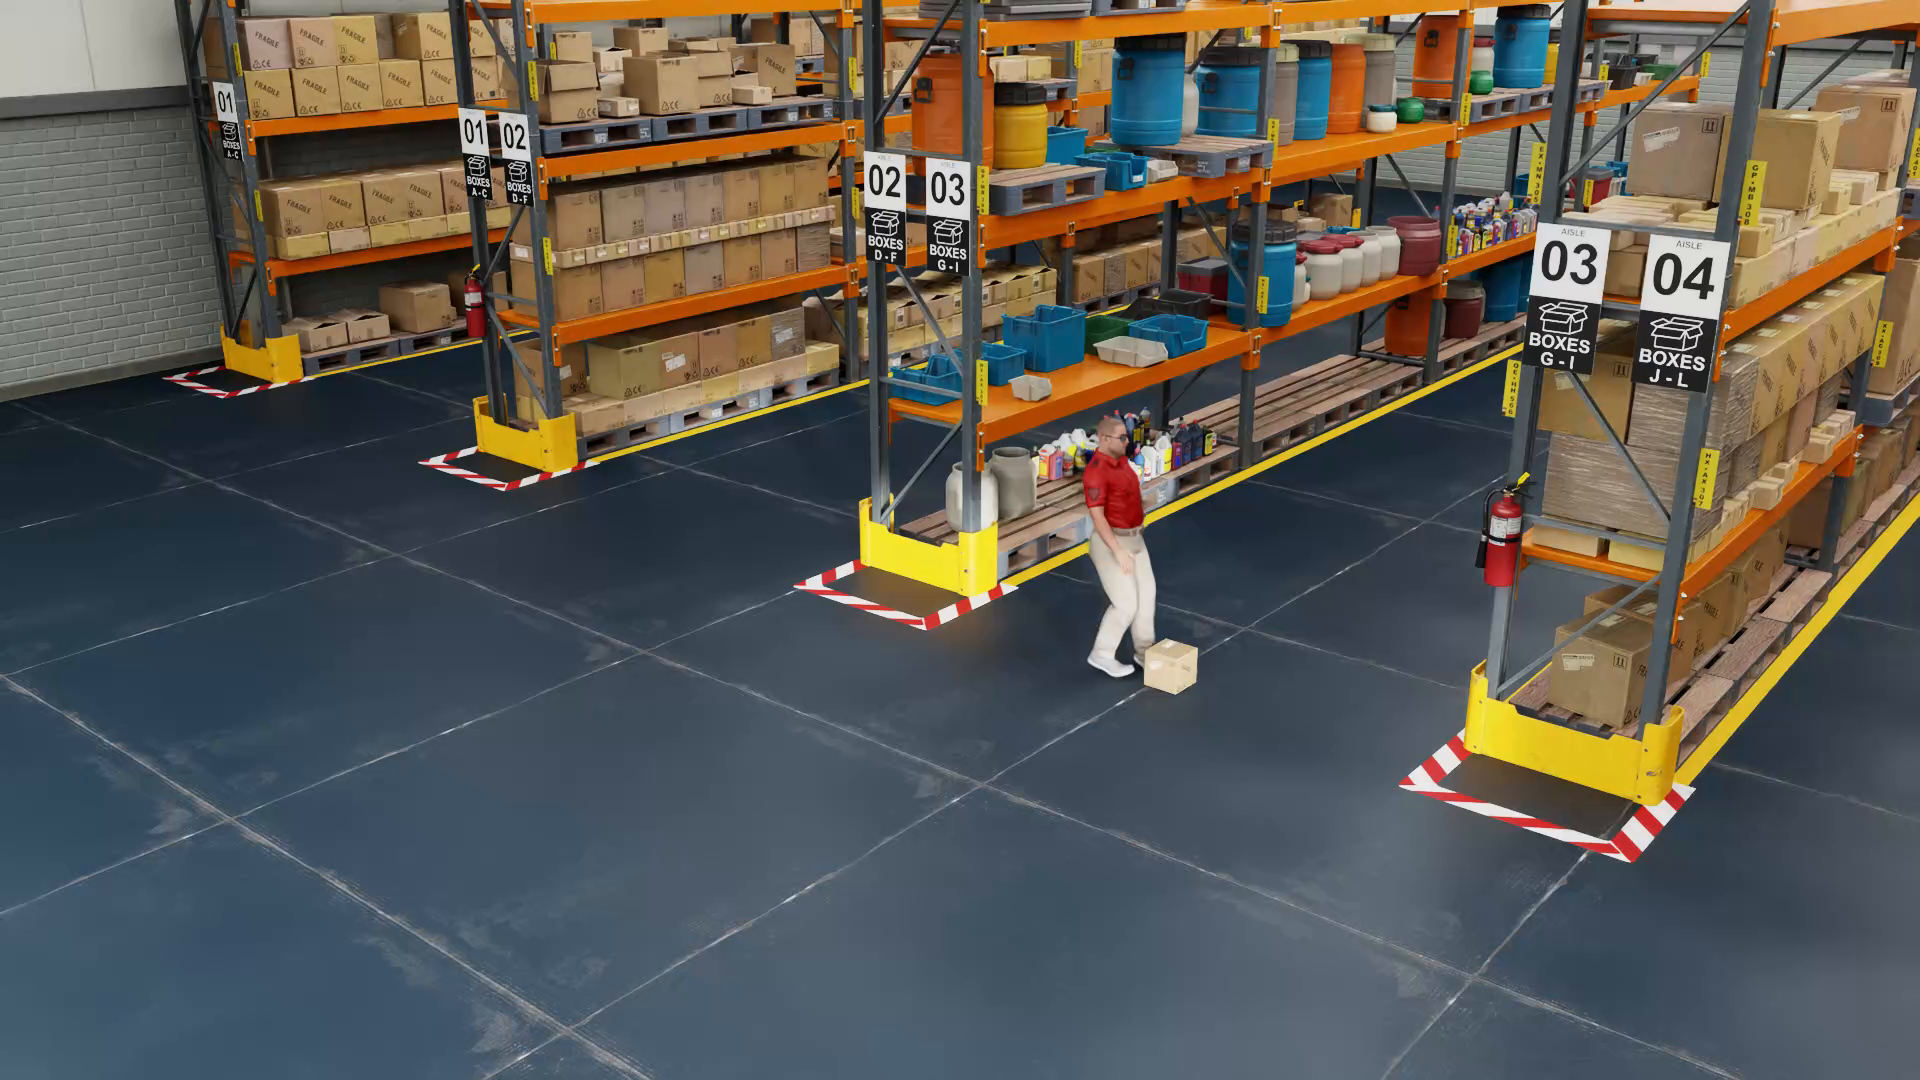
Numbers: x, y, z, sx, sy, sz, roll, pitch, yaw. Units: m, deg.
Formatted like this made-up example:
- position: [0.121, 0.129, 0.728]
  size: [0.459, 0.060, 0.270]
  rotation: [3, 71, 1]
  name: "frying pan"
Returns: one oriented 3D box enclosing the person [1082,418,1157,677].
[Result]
- position: [1.127, 0.101, 10.934]
  size: [0.617, 1.799, 0.585]
  rotation: [11, 23, 28]
  name: "person"
